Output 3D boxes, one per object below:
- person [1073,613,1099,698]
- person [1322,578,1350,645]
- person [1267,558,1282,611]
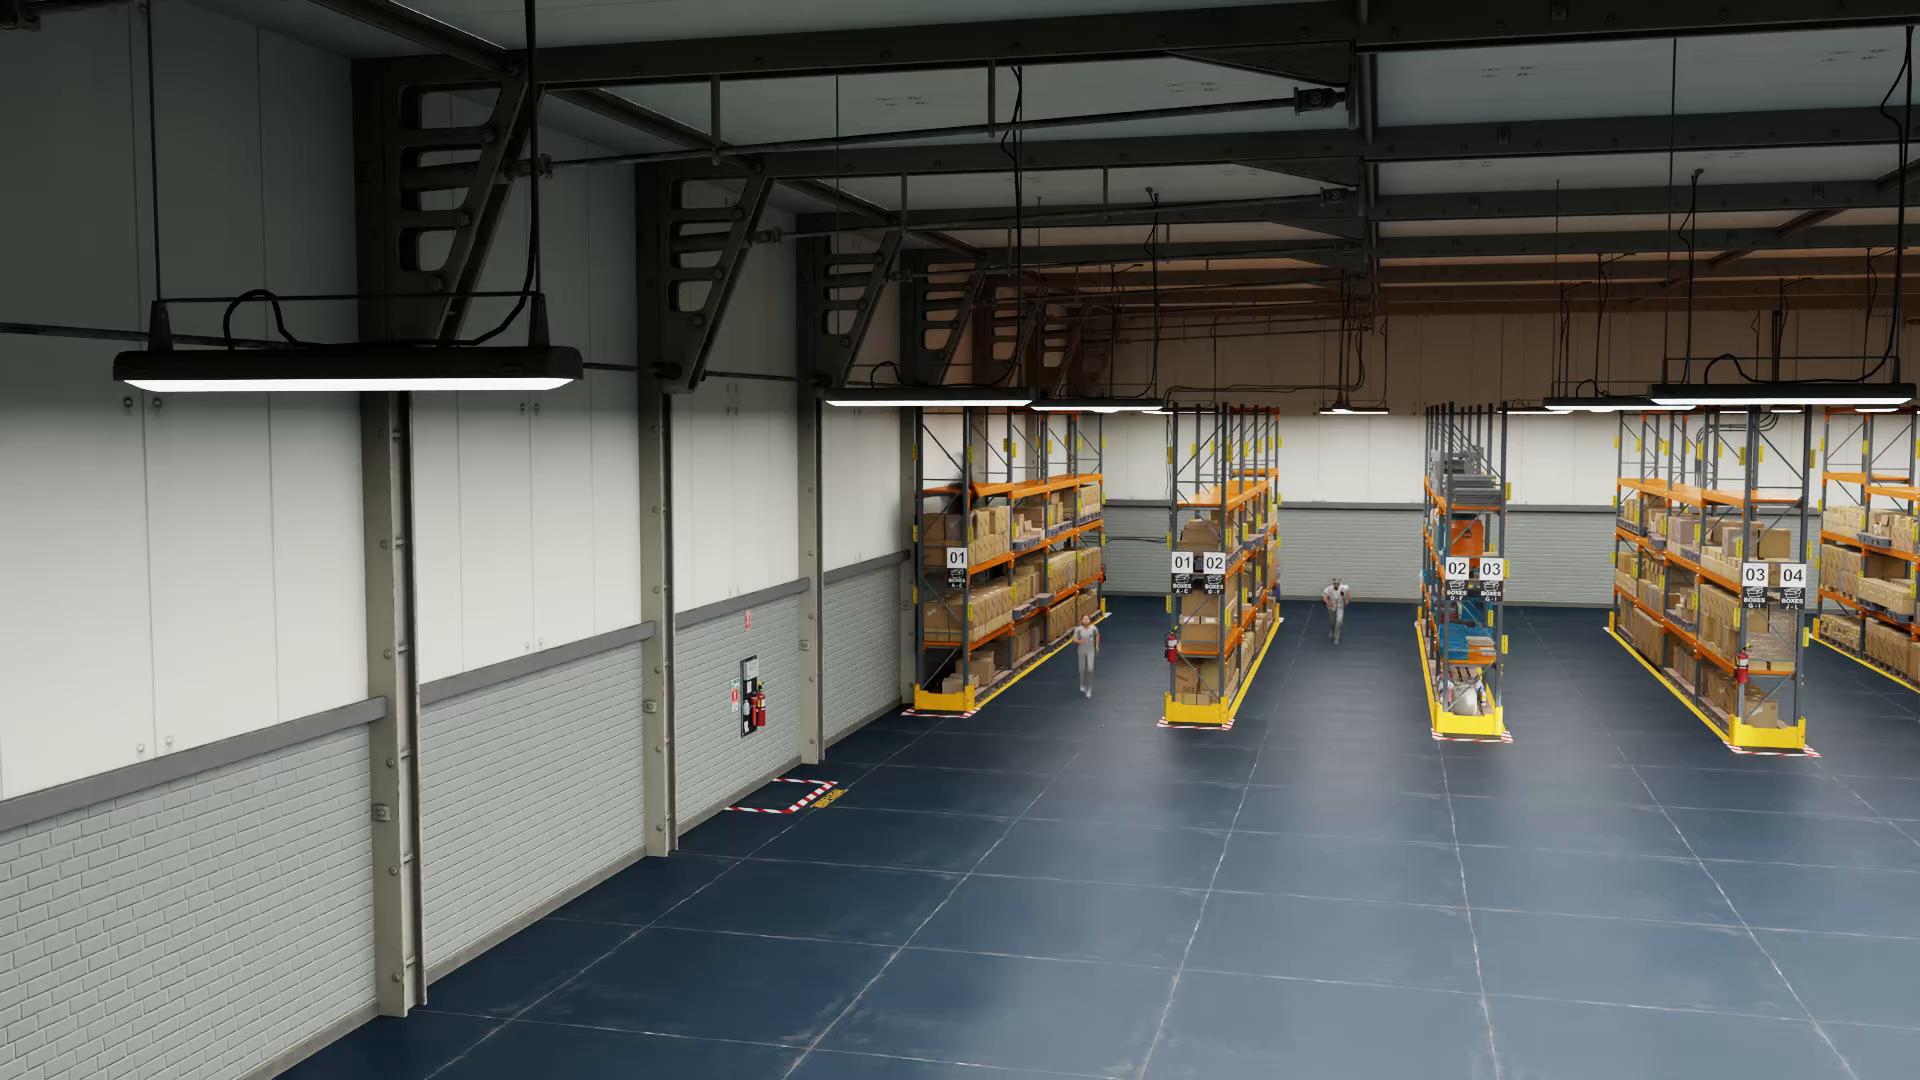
[{"bbox_3d":[2.596,2.360,34.201,0.541,1.723,0.837,0,4,2],"label":"person"},{"bbox_3d":[9.557,1.783,42.375,0.703,1.721,1.024,0,4,3],"label":"person"},{"bbox_3d":[9.236,1.309,49.554,0.614,1.614,0.974,-2,5,-30],"label":"person"}]
